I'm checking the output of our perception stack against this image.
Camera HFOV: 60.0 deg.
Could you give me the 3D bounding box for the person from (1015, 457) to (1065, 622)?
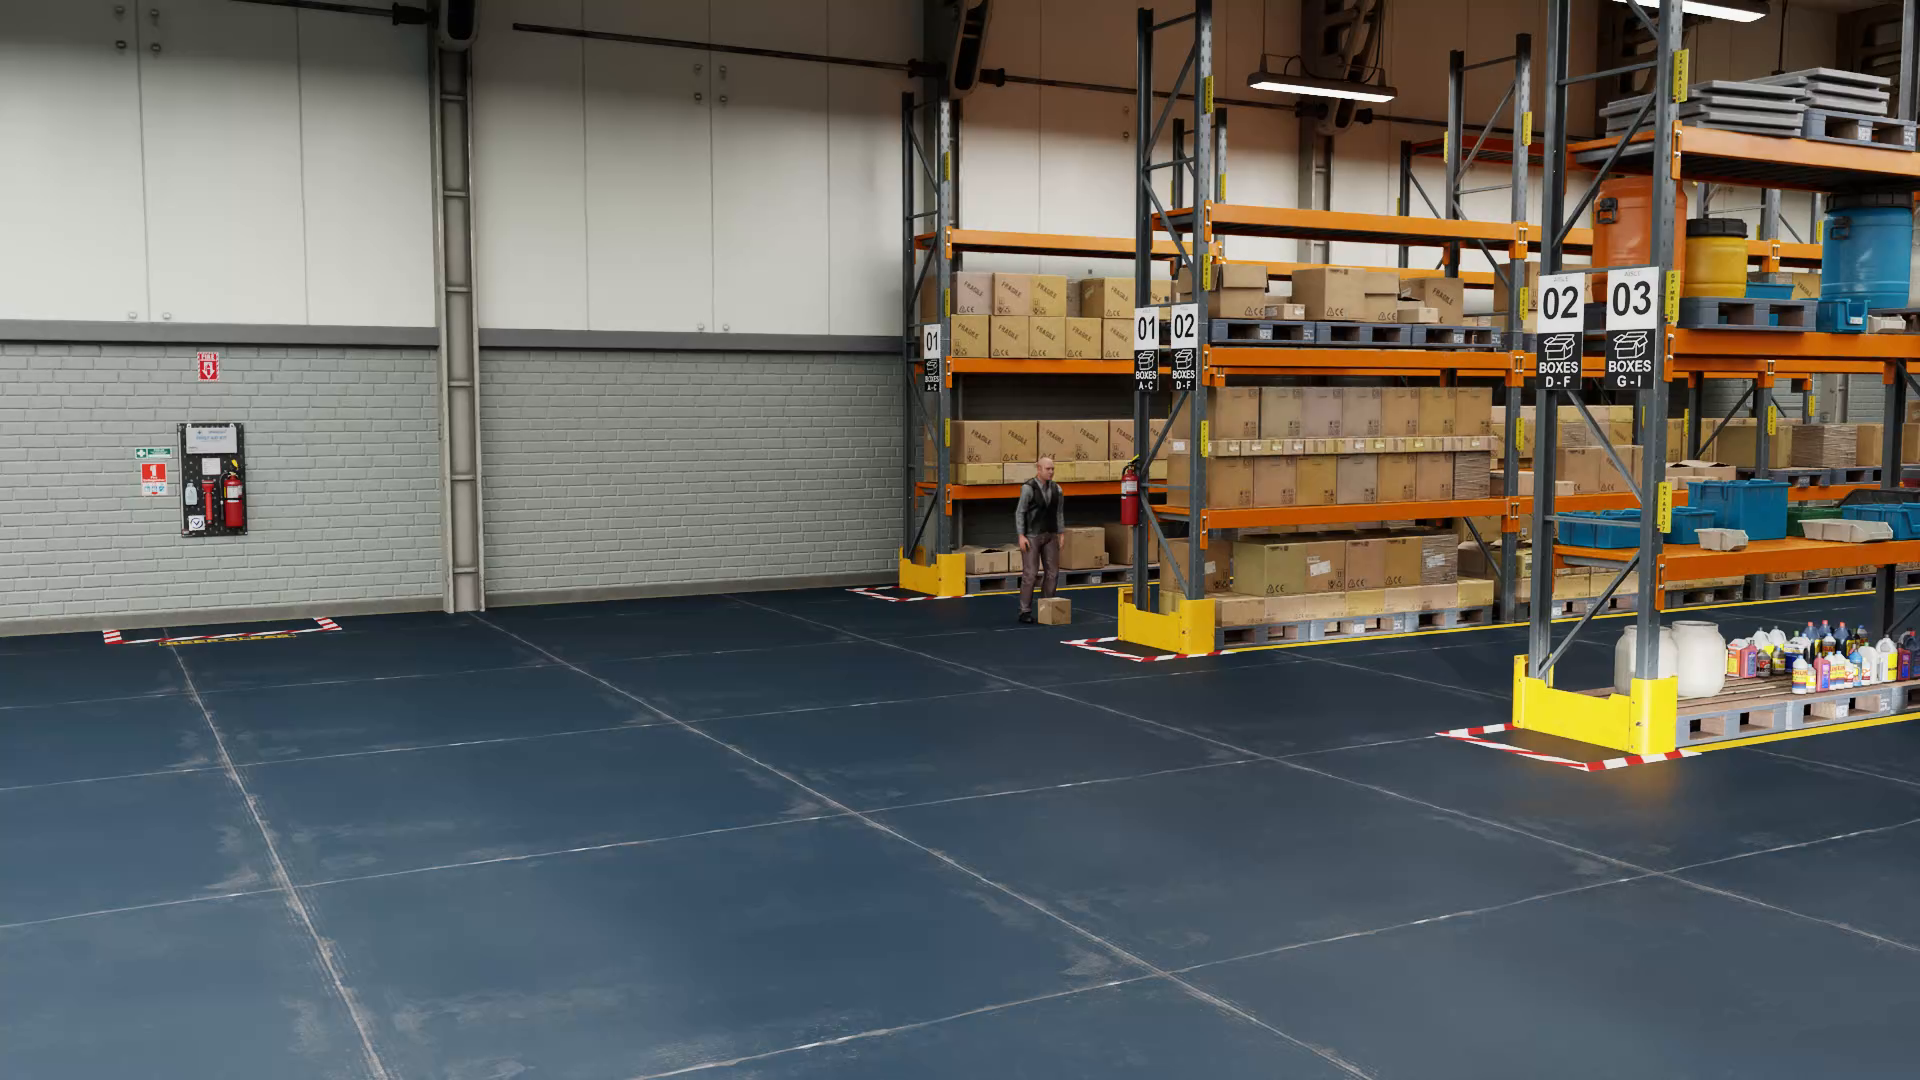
[{"bbox_3d":[0.841,-0.011,17.511,0.581,1.721,0.413,-3,6,-29],"label":"person"}]
